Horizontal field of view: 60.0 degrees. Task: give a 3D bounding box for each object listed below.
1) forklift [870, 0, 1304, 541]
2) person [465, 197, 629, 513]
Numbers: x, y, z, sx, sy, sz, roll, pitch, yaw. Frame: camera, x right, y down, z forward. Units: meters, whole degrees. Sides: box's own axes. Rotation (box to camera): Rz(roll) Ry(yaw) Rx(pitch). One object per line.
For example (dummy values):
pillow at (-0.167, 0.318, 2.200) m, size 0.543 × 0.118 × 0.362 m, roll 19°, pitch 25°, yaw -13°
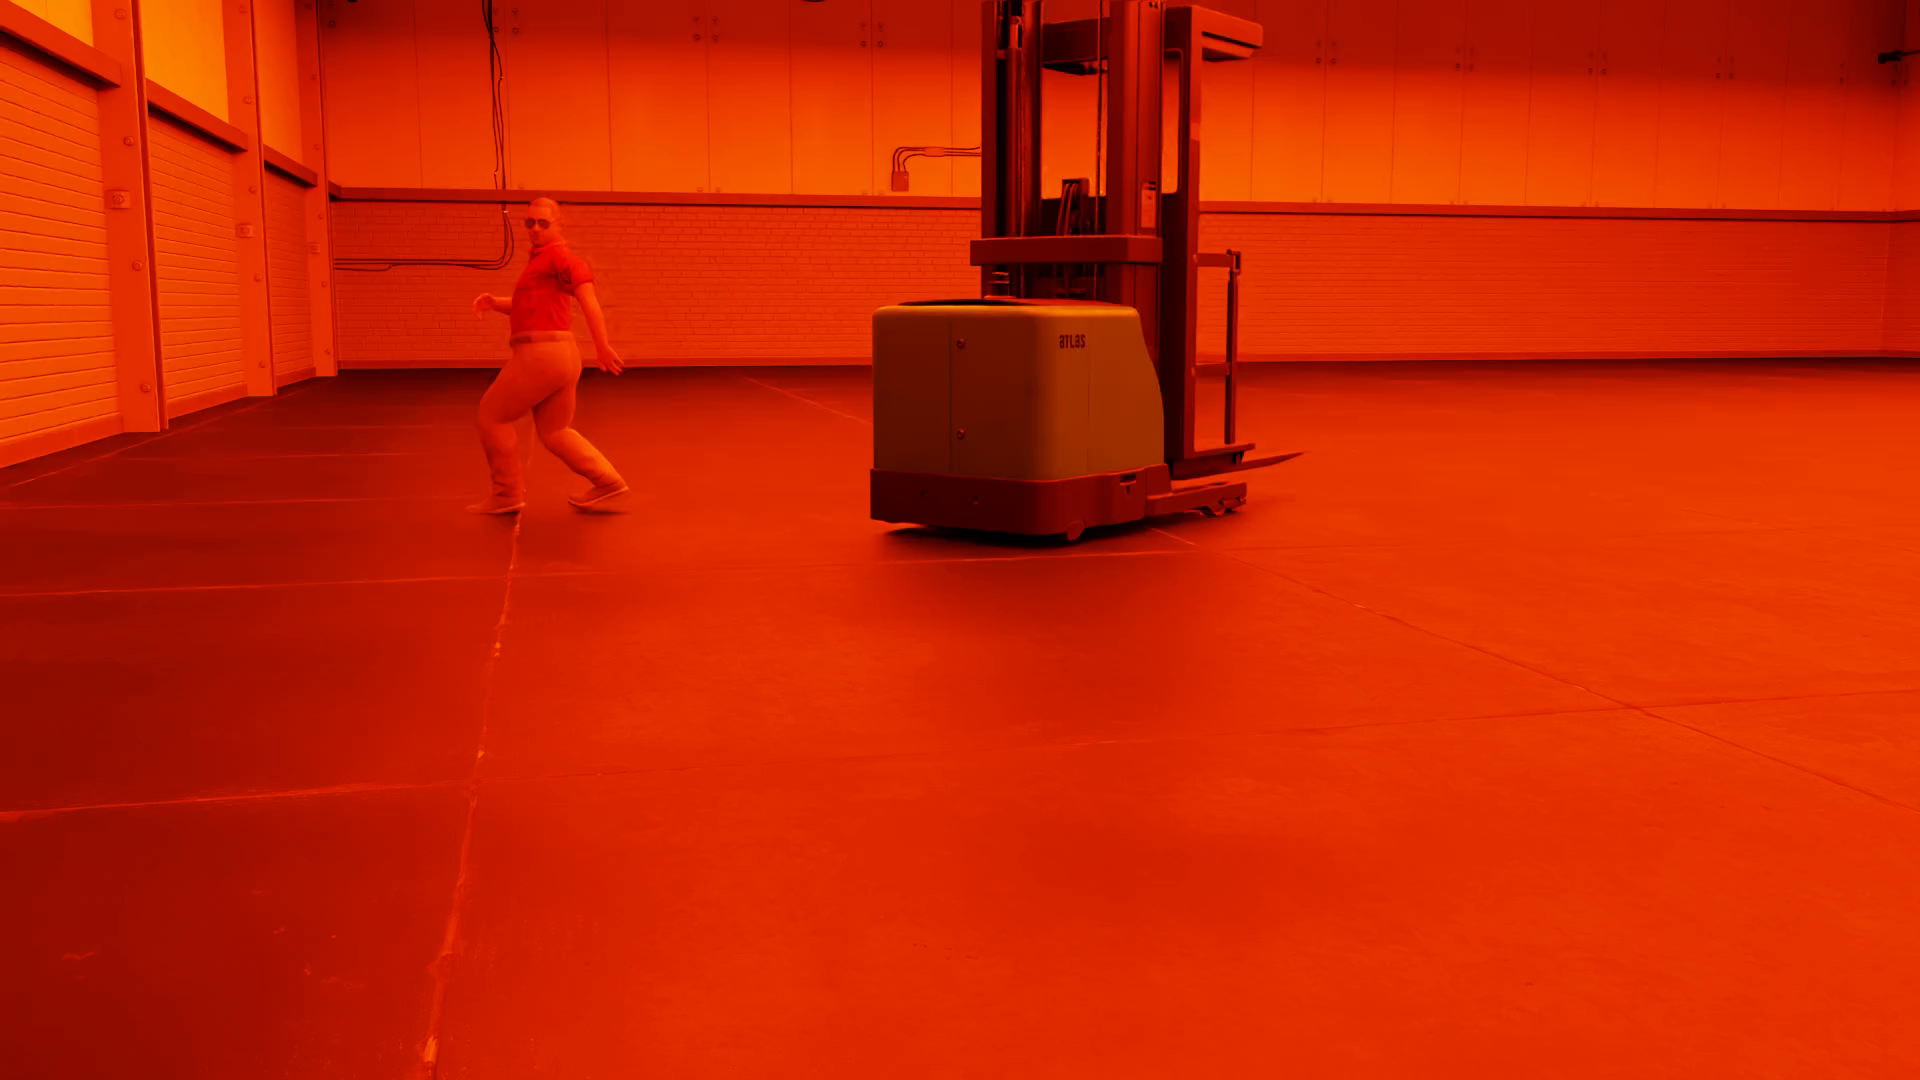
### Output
forklift at (0.854, -1.607, 8.615) m, size 1.130 × 2.935 × 3.031 m, roll 6°, pitch 10°, yaw 36°
person at (-2.155, -0.941, 8.664) m, size 0.925 × 1.652 × 0.567 m, roll 0°, pitch 8°, yaw 3°
